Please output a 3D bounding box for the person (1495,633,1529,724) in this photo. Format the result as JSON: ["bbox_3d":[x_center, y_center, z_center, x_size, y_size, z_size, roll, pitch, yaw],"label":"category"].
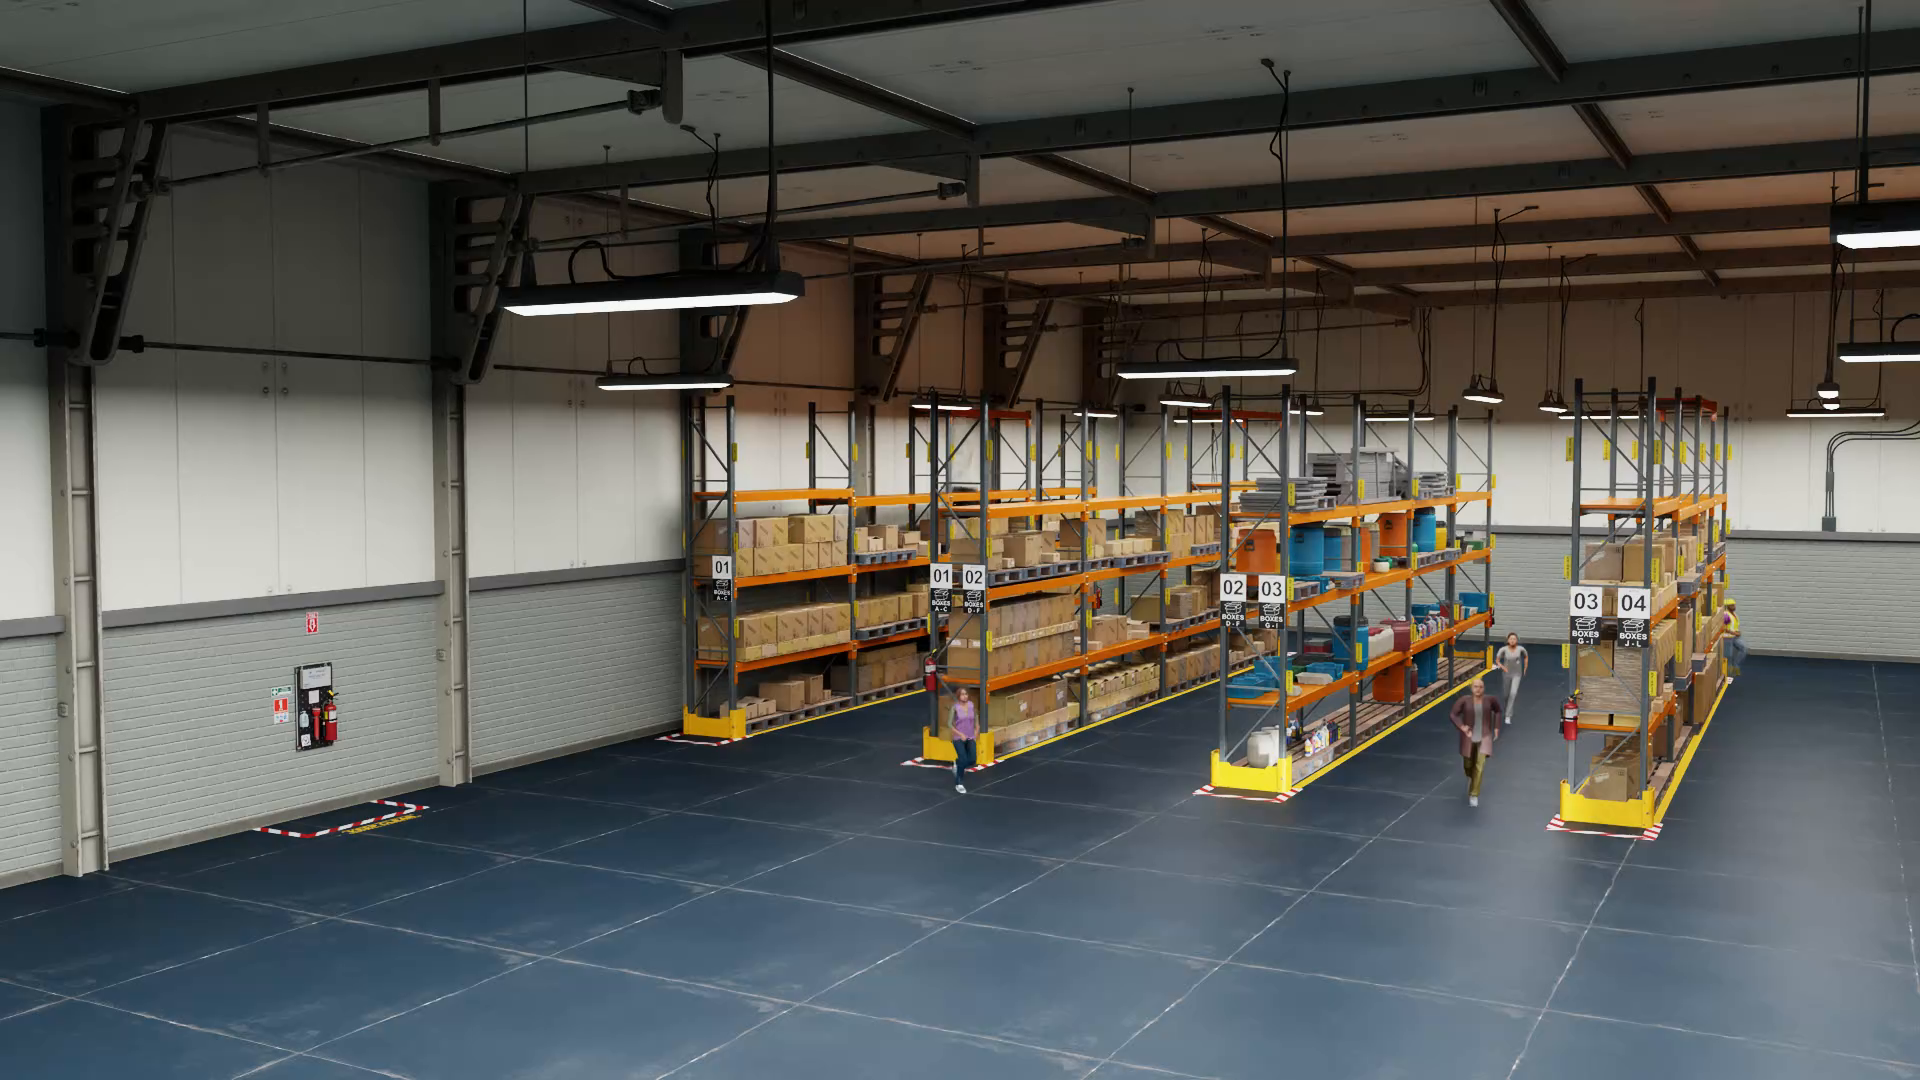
[{"bbox_3d":[10.292,2.547,31.015,0.588,1.661,0.954,1,3,18],"label":"person"}]

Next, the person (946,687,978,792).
[{"bbox_3d":[0.050,2.943,24.557,0.562,1.565,0.609,-1,3,-26],"label":"person"}]

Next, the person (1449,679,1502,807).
[{"bbox_3d":[7.400,2.863,23.864,0.733,1.760,0.982,1,3,15],"label":"person"}]

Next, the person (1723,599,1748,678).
[{"bbox_3d":[17.146,2.188,37.022,0.714,1.775,0.675,-3,4,-42],"label":"person"}]
